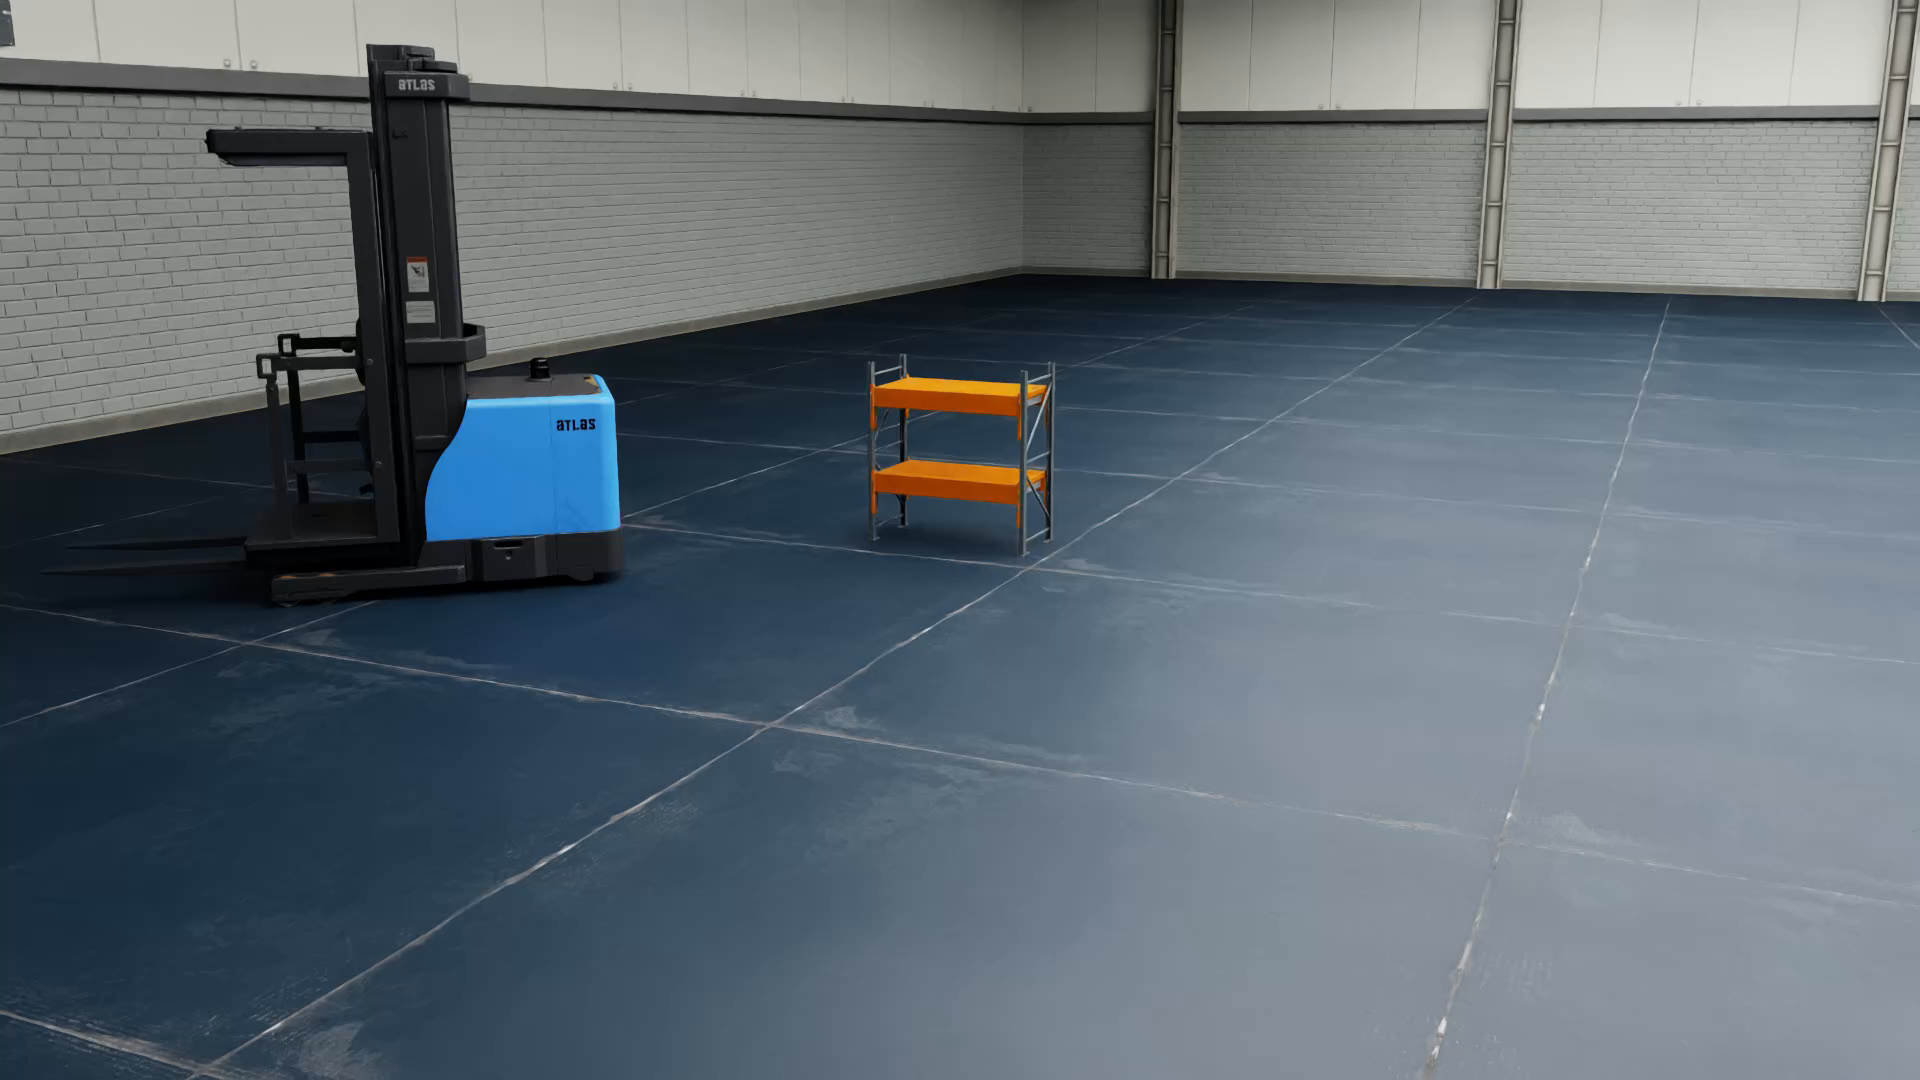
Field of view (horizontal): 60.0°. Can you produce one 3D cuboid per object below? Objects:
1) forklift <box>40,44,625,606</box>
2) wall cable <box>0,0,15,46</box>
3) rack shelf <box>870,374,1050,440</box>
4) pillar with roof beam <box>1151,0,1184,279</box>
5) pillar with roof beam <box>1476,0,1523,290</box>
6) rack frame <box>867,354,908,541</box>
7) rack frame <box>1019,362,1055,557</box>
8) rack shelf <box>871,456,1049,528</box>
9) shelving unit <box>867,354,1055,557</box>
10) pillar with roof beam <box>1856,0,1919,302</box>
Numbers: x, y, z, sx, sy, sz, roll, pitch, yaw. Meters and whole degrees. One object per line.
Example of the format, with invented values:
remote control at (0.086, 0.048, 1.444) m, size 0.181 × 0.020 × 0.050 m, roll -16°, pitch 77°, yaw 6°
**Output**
forklift at (-3.495, -1.202, 9.207) m, size 3.031 × 2.935 × 1.130 m, roll -4°, pitch 14°, yaw -15°
wall cable at (-7.154, -7.009, 13.225) m, size 0.169 × 6.003 × 2.305 m, roll 6°, pitch 14°, yaw 23°
rack shelf at (0.006, -0.832, 10.301) m, size 1.000 × 0.278 × 0.538 m, roll 6°, pitch 14°, yaw 23°
pillar with roof beam at (2.159, -8.503, 27.037) m, size 0.400 × 9.000 × 9.100 m, roll 6°, pitch 14°, yaw 23°
pillar with roof beam at (7.645, -7.948, 24.671) m, size 0.400 × 9.000 × 9.100 m, roll 6°, pitch 14°, yaw 23°
rack frame at (-0.459, -0.594, 10.568) m, size 0.032 × 1.125 × 0.500 m, roll 6°, pitch 14°, yaw 23°
rack frame at (0.471, -0.500, 10.167) m, size 0.032 × 1.125 × 0.500 m, roll 6°, pitch 14°, yaw 23°
rack shelf at (0.006, -0.309, 10.424) m, size 1.000 × 0.278 × 0.538 m, roll 6°, pitch 14°, yaw 23°
shelving unit at (0.006, -0.547, 10.368) m, size 1.048 × 1.125 × 0.538 m, roll 6°, pitch 14°, yaw 23°
pillar with roof beam at (13.131, -7.393, 22.305) m, size 0.400 × 9.000 × 9.100 m, roll 6°, pitch 14°, yaw 23°
